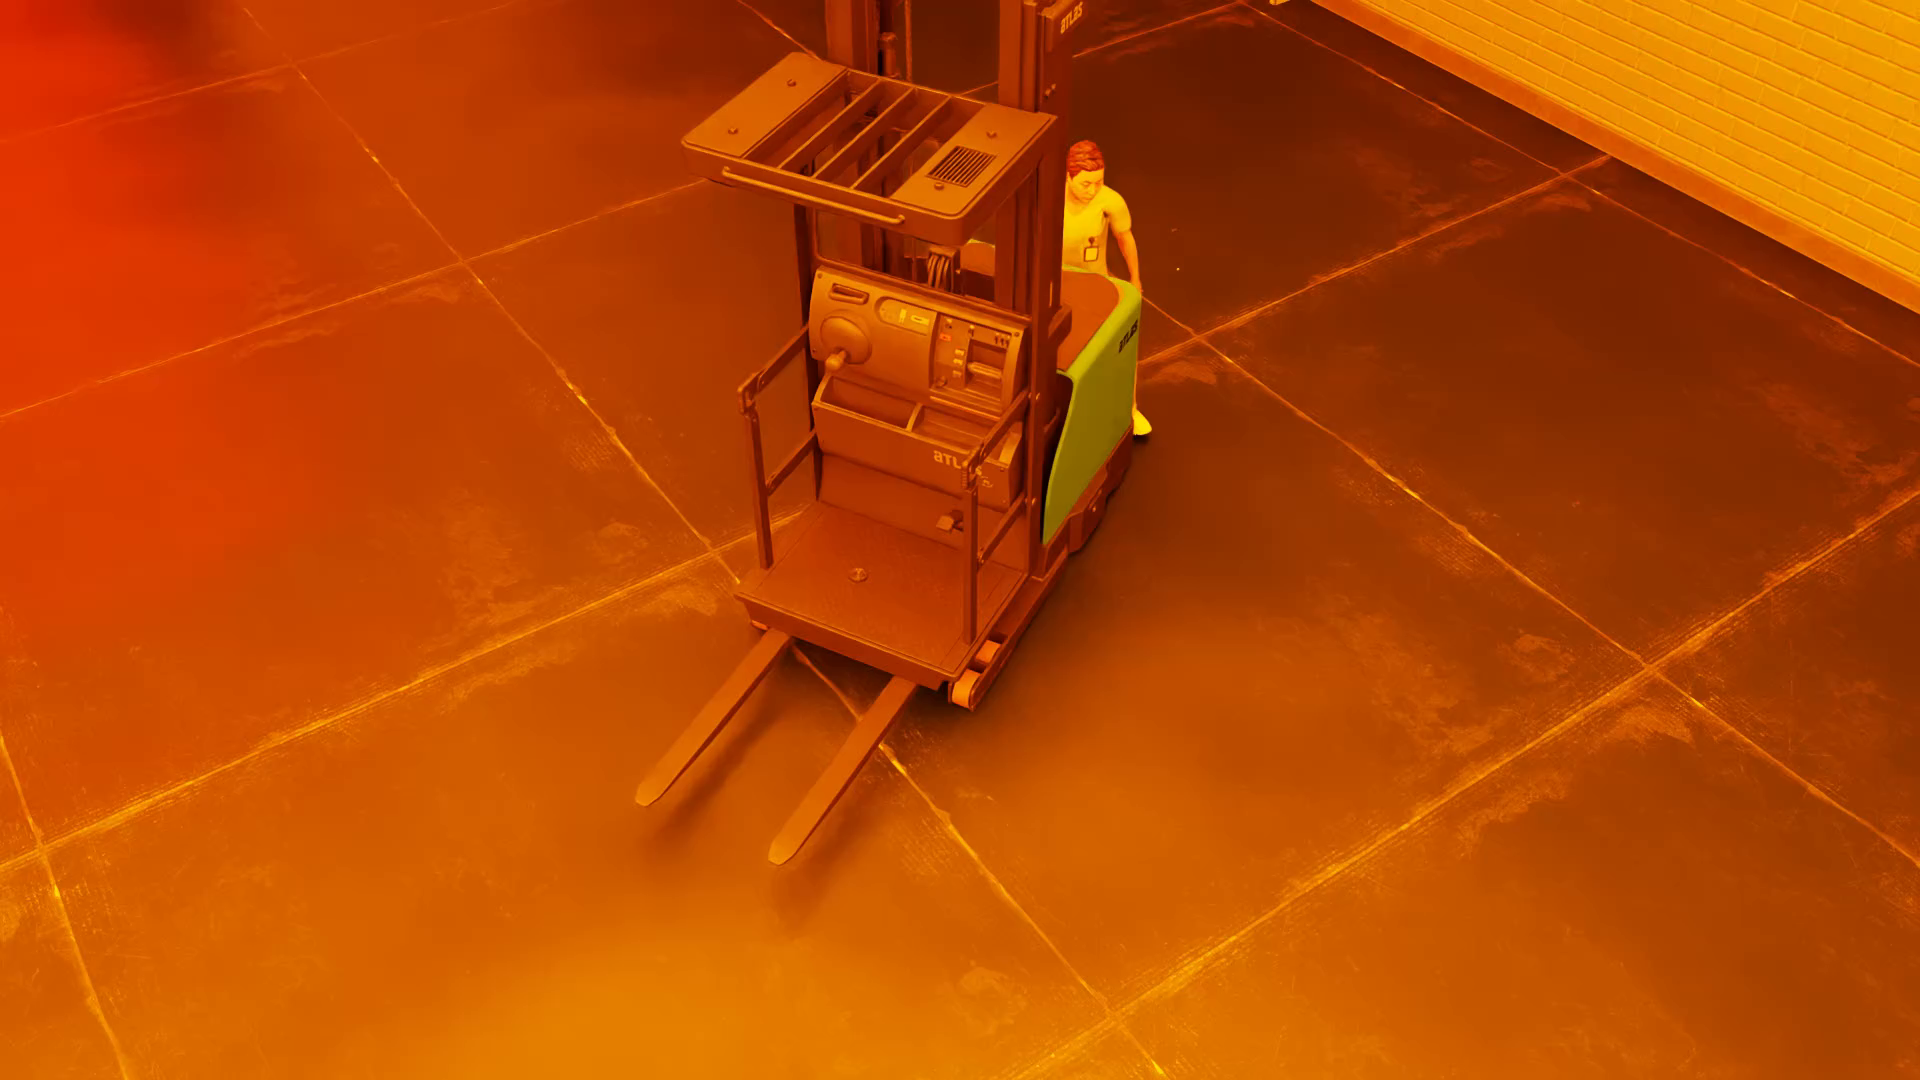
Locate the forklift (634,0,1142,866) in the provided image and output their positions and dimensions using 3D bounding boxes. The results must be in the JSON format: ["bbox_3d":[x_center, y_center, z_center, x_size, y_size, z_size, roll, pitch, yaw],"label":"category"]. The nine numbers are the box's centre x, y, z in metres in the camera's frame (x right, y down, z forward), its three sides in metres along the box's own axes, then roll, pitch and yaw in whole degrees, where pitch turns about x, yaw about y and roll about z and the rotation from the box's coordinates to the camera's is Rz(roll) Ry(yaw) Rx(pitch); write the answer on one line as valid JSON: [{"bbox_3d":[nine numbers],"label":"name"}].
[{"bbox_3d":[-0.279,-0.710,6.486,1.130,2.935,3.031,19,46,20],"label":"forklift"}]

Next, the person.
[{"bbox_3d":[0.582,-1.206,7.980,0.771,1.644,0.386,0,43,0],"label":"person"}]
